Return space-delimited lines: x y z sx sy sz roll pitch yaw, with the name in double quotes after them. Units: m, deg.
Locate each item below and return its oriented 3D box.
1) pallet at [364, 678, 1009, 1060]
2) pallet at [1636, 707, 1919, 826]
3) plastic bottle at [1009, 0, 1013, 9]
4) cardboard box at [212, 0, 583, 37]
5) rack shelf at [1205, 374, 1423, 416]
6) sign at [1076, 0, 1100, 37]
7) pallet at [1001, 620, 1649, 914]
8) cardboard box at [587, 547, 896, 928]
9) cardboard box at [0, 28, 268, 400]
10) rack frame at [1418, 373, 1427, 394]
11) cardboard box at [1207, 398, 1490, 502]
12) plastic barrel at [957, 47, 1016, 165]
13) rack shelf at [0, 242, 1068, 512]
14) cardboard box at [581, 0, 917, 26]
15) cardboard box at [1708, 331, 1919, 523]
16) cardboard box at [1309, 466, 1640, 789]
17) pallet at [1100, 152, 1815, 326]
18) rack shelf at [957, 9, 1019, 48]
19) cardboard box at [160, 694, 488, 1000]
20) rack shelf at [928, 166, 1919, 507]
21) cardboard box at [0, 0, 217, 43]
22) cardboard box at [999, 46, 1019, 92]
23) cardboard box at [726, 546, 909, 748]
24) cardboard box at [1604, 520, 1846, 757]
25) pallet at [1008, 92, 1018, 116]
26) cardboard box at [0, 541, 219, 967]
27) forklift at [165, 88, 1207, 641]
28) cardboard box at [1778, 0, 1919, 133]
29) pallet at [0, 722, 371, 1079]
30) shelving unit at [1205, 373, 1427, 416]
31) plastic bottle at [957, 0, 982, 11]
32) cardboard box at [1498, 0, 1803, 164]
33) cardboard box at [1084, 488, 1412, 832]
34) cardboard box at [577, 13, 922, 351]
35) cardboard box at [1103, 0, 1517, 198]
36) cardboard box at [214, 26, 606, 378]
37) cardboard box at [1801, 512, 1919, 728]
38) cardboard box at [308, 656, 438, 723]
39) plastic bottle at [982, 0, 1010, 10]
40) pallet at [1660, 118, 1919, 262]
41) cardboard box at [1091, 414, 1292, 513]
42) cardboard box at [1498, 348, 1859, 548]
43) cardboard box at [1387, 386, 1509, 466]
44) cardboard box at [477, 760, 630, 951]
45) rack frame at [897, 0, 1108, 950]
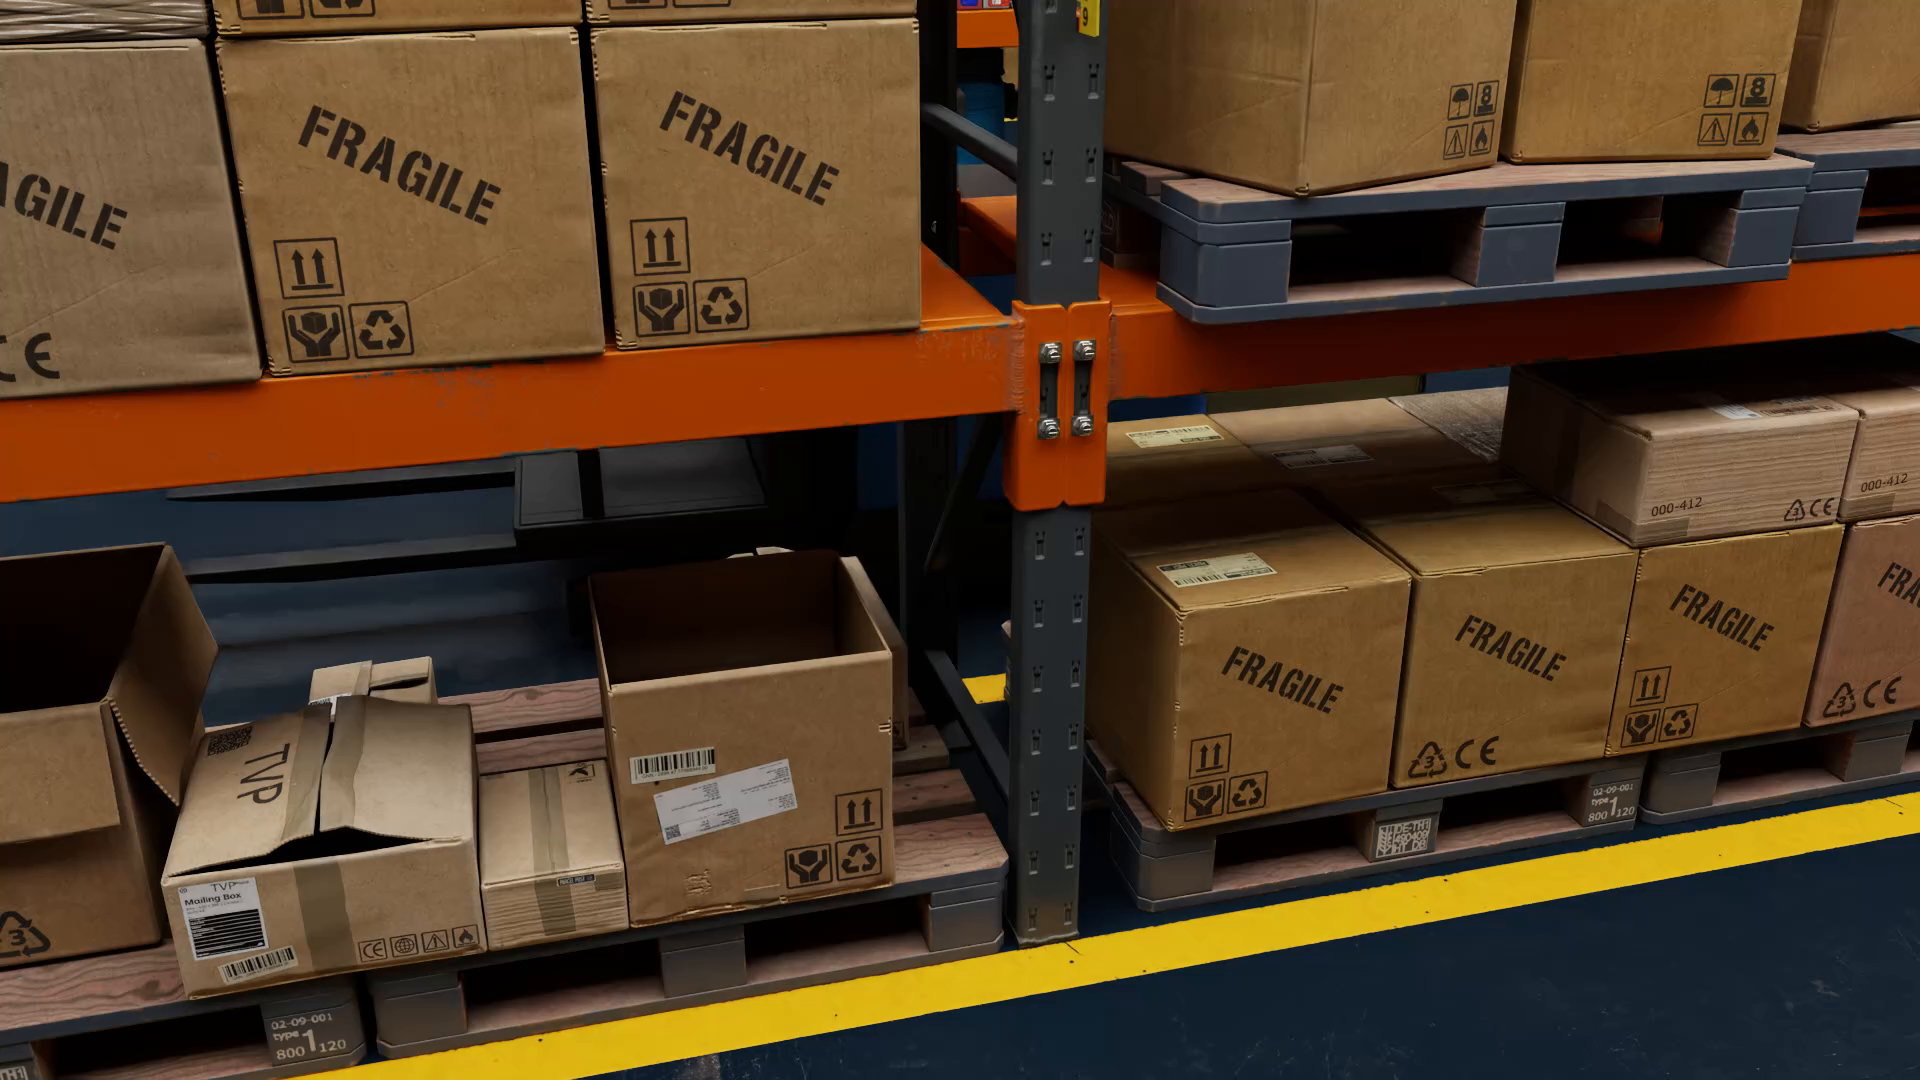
-0.617 0.601 3.581 1.213 0.211 1.003 -6 24 -14 "pallet"
1.995 0.296 4.292 1.213 0.211 1.003 -6 24 -14 "pallet"
0.270 -2.548 7.636 0.097 0.201 0.097 0 23 0 "plastic bottle"
-0.865 -1.051 2.500 0.500 0.500 0.500 -7 24 -15 "cardboard box"
1.037 -0.481 5.295 0.720 0.370 0.431 -5 24 -12 "rack shelf"
0.199 -0.946 2.552 0.005 0.325 0.100 -6 24 -14 "sign"
0.818 0.427 3.986 1.213 0.211 1.003 -6 24 -14 "pallet"
-0.427 0.362 3.215 0.500 0.500 0.500 -6 24 -14 "cardboard box"
-1.357 -0.537 2.571 0.500 0.500 0.500 -6 24 -13 "cardboard box"
1.393 -0.813 5.243 0.023 1.500 0.400 -5 24 -12 "rack frame"
0.921 -0.017 4.098 0.500 0.500 0.500 -6 24 -14 "cardboard box"
-0.079 -1.990 8.211 0.708 0.901 0.600 -6 24 -14 "plastic barrel"
-1.881 -0.209 2.846 4.000 0.370 1.077 -6 24 -14 "rack shelf"
-0.372 -1.106 2.629 0.500 0.500 0.500 -6 24 -14 "cardboard box"
2.022 -0.270 3.737 0.500 0.250 0.500 -7 24 -15 "cardboard box"
1.087 0.173 3.654 0.500 0.500 0.500 -6 24 -14 "cardboard box"
0.844 -0.708 3.341 1.213 0.211 1.003 -6 24 -14 "pallet"
0.636 -2.516 8.223 4.000 0.370 1.077 -6 24 -14 "rack shelf"
-1.149 0.529 3.066 0.500 0.311 0.500 -6 24 -14 "cardboard box"
1.971 -0.635 3.839 4.000 0.370 1.077 -6 24 -14 "rack shelf"
-1.350 -0.997 2.375 0.500 0.500 0.500 -6 24 -14 "cardboard box"
0.554 -4.091 13.143 0.875 0.875 1.225 -7 24 -17 "cardboard box"
-0.418 0.243 3.732 0.500 0.311 0.500 -6 24 -14 "cardboard box"
1.570 0.123 3.771 0.500 0.500 0.500 -6 24 -14 "cardboard box"
0.444 -3.604 13.381 1.213 0.211 1.003 -6 24 -14 "pallet"
-1.763 0.394 3.136 0.637 0.503 0.797 -6 24 -14 "cardboard box"
-0.843 -1.297 4.555 3.031 2.935 1.130 -5 24 -12 "forklift"
1.729 -1.204 3.592 0.500 0.500 0.700 -13 26 -28 "cardboard box"
-1.793 0.733 3.275 1.213 0.211 1.003 -6 24 -14 "pallet"
1.037 -0.780 5.167 0.755 1.500 0.431 -5 24 -12 "shelving unit"
0.034 -2.552 7.542 0.133 0.283 0.061 -6 24 -14 "plastic bottle"
1.206 -1.055 3.245 0.500 0.500 0.700 -3 23 -6 "cardboard box"
0.576 0.234 3.512 0.500 0.500 0.500 -7 24 -17 "cardboard box"
-0.367 -0.648 2.830 0.500 0.500 0.500 -6 24 -13 "cardboard box"
0.561 -0.958 3.018 0.500 0.500 0.700 -16 28 -32 "cardboard box"
-0.863 -0.593 2.701 0.500 0.500 0.500 -6 24 -13 "cardboard box"
2.057 0.069 3.896 0.500 0.500 0.500 -7 24 -16 "cardboard box"
-1.248 0.405 3.537 0.250 0.166 0.380 -6 24 -14 "cardboard box"
0.151 -2.580 7.617 0.135 0.276 0.152 -6 24 -14 "plastic bottle"
2.025 -0.882 3.745 1.213 0.211 1.003 -6 24 -14 "pallet"
0.443 0.032 3.983 0.500 0.500 0.500 -6 24 -15 "cardboard box"
1.539 -0.217 3.612 0.500 0.250 0.500 -6 24 -14 "cardboard box"
1.404 -0.071 4.223 0.500 0.500 0.500 -6 24 -14 "cardboard box"
-0.772 0.586 3.138 0.250 0.149 0.380 -6 24 -14 "cardboard box"
0.045 -0.753 3.201 0.127 3.000 1.000 -6 24 -14 "rack frame"
